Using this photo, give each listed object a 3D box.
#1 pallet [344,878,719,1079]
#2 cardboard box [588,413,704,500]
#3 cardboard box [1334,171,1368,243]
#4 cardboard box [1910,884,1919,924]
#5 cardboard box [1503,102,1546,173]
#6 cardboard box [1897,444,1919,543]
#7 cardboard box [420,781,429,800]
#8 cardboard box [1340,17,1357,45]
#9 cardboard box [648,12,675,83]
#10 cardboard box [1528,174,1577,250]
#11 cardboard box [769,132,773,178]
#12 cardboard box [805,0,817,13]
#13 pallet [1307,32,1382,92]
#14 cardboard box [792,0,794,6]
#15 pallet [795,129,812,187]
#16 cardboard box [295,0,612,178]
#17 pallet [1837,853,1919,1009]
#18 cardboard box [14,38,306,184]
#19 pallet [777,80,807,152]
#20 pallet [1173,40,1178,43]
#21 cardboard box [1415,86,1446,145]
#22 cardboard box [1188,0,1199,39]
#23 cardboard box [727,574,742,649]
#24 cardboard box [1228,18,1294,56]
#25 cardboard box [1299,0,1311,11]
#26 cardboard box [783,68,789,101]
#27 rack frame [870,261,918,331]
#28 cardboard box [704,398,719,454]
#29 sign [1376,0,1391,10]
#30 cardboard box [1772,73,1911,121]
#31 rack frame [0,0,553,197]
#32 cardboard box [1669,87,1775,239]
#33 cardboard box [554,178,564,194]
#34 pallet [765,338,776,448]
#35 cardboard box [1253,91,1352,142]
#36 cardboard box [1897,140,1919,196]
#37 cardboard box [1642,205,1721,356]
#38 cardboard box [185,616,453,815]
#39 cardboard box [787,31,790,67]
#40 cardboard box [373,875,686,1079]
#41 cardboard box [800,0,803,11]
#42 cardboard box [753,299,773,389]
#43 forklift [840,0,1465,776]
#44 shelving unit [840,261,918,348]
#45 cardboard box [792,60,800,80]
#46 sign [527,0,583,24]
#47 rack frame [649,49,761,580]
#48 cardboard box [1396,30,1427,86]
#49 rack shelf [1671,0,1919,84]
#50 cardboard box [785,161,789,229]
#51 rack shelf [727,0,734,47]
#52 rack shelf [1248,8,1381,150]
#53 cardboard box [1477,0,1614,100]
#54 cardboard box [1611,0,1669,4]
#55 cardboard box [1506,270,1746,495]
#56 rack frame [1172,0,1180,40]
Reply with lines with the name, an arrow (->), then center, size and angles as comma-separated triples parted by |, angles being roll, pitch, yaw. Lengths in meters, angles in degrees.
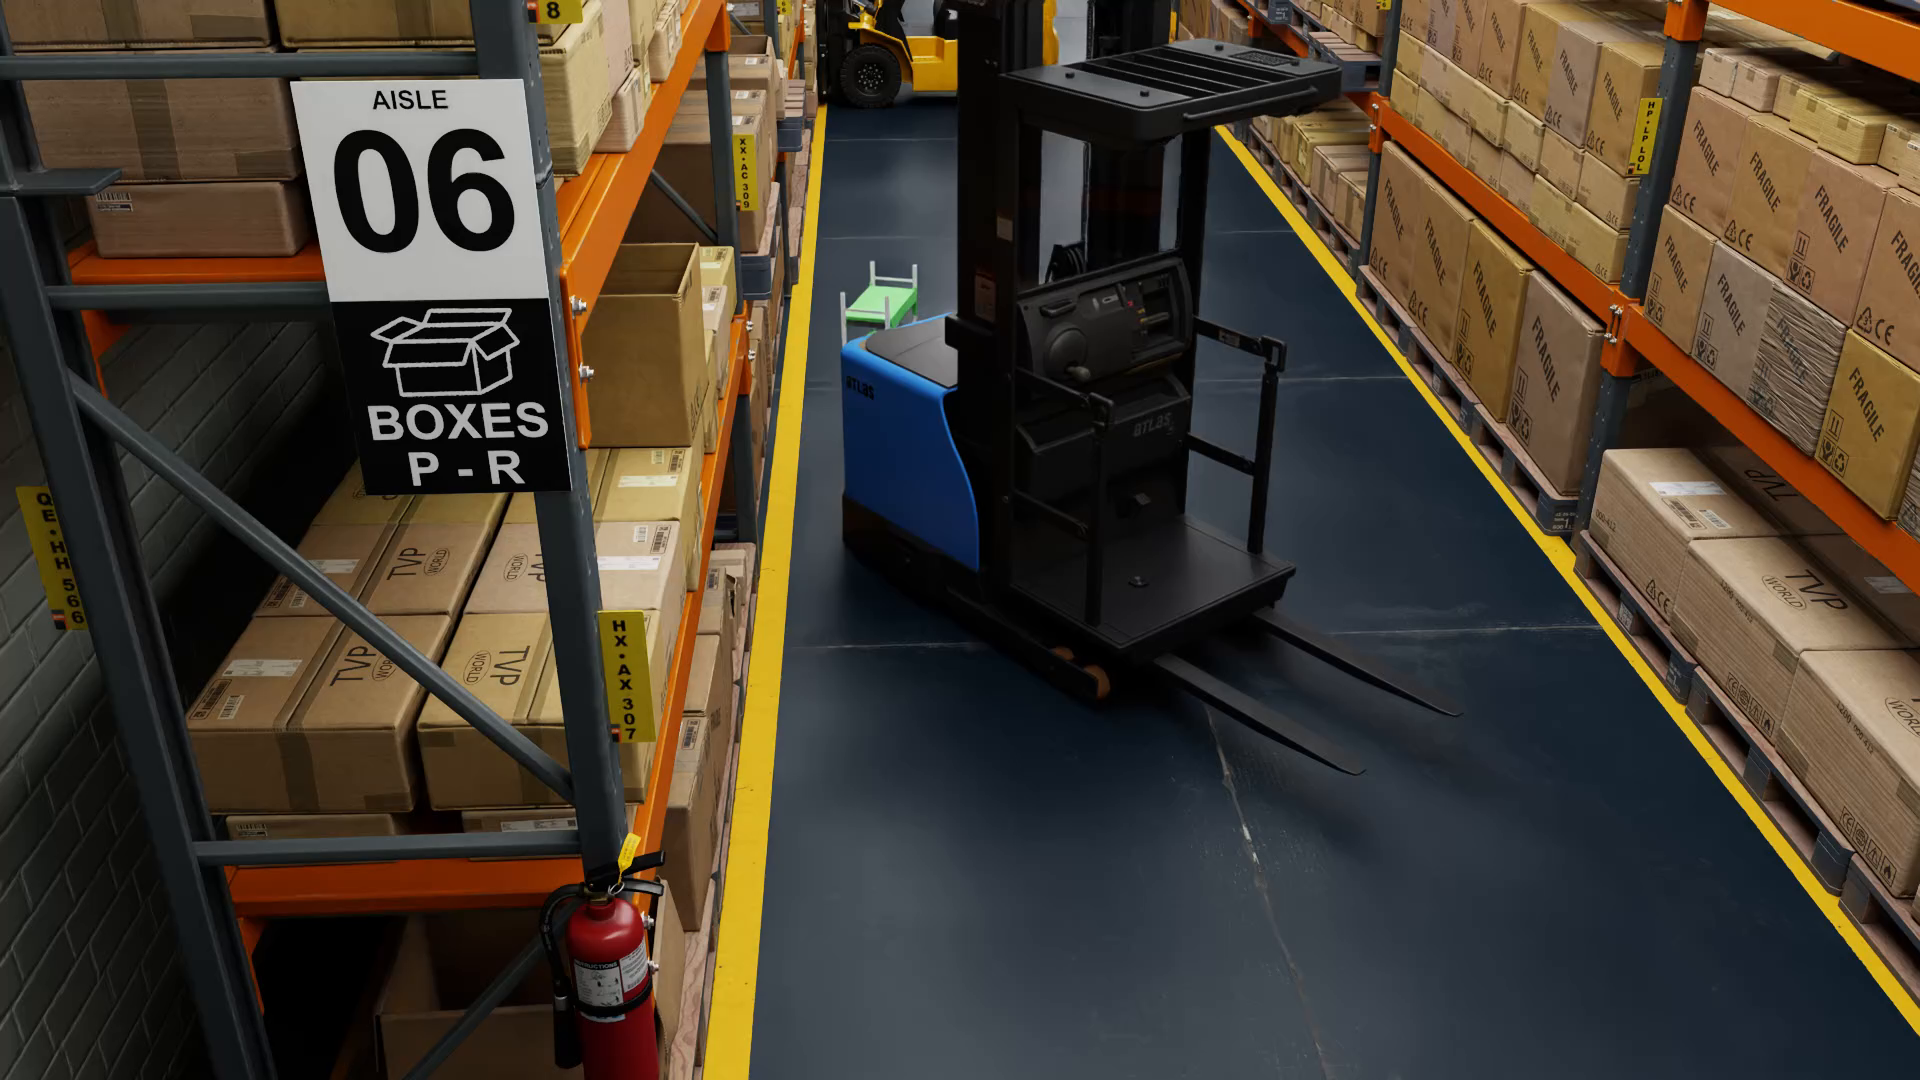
pallet -> -1.294, 1.522, 5.105 | 1.003, 0.211, 1.213 | -1, 28, -3
cardboard box -> -1.106, -0.296, 5.414 | 0.500, 0.250, 0.500 | -2, 28, -4
cardboard box -> 3.272, -2.410, 12.014 | 0.950, 0.372, 0.625 | -3, 28, -6
cardboard box -> 3.575, 1.214, 4.995 | 0.875, 0.438, 0.875 | -2, 28, -4
cardboard box -> 3.168, -2.103, 8.660 | 0.500, 0.250, 0.500 | -1, 28, -1
cardboard box -> 3.372, -0.163, 5.211 | 0.500, 0.500, 0.500 | -1, 28, -1
cardboard box -> -1.484, 0.534, 4.253 | 0.380, 0.149, 0.250 | -1, 28, -1
cardboard box -> 2.896, -3.586, 11.699 | 0.380, 0.149, 0.250 | -2, 28, -3
cardboard box -> -1.015, -1.393, 4.706 | 0.380, 0.149, 0.250 | -1, 28, -3
cardboard box -> 3.200, -1.650, 8.333 | 0.500, 0.250, 0.500 | -2, 28, -3
cardboard box -> -1.145, -1.936, 8.410 | 0.396, 0.266, 0.258 | 0, 28, 0
cardboard box -> -1.659, -5.203, 16.421 | 0.500, 0.250, 0.500 | -2, 28, -4
pallet -> 3.148, -3.369, 11.674 | 1.213, 0.211, 1.003 | -1, 28, -3
cardboard box -> -1.538, -4.314, 12.900 | 0.500, 0.250, 0.500 | -1, 28, -2
pallet -> -1.796, -3.278, 14.306 | 1.003, 0.211, 1.213 | -1, 28, -3
cardboard box -> -0.997, -0.919, 3.364 | 0.500, 0.250, 0.500 | -2, 28, -3
pallet -> 3.590, 1.436, 5.269 | 1.003, 0.211, 1.213 | -1, 28, -3
cardboard box -> -1.542, -0.906, 3.340 | 0.500, 0.250, 0.500 | -2, 28, -4
pallet -> -1.559, -2.610, 10.217 | 1.213, 0.211, 1.003 | -1, 28, -3
pallet -> 2.885, -5.175, 17.943 | 1.003, 0.211, 1.213 | -1, 28, -3
cardboard box -> 3.111, -2.592, 10.139 | 0.500, 0.250, 0.500 | -2, 28, -4
cardboard box -> 2.674, -5.490, 17.241 | 0.500, 0.500, 0.500 | -2, 28, -5
cardboard box -> -1.115, 0.282, 6.968 | 0.396, 0.266, 0.258 | 0, 28, -1
cardboard box -> 2.784, -4.541, 15.422 | 0.500, 0.500, 0.500 | -2, 28, -3
cardboard box -> 2.837, -4.184, 12.847 | 0.380, 0.149, 0.250 | 0, 28, -1
cardboard box -> -1.247, -2.787, 10.167 | 0.380, 0.149, 0.250 | -1, 28, -2
rack frame -> -0.333, -0.850, 8.582 | 0.240, 1.200, 0.015 | 7, 28, 12
cardboard box -> -1.086, -0.428, 6.099 | 0.380, 0.149, 0.250 | -2, 28, -3
sign -> 2.751, -3.588, 10.720 | 0.100, 0.325, 0.005 | -1, 28, -3
cardboard box -> 3.343, -1.669, 6.315 | 0.380, 0.149, 0.250 | -2, 28, -3
rack frame -> -1.247, -1.972, 2.299 | 1.000, 3.000, 0.127 | -1, 28, -3
cardboard box -> 3.284, -1.542, 6.774 | 0.500, 0.500, 0.500 | -1, 28, -2
cardboard box -> -1.071, -0.803, 3.575 | 0.380, 0.149, 0.250 | -1, 28, -2
pallet -> -1.603, -0.862, 9.674 | 1.003, 0.211, 1.213 | -1, 28, -3
cardboard box -> 3.113, -3.754, 14.591 | 0.950, 0.372, 0.625 | -1, 28, -2
cardboard box -> 3.319, -1.200, 5.416 | 0.380, 0.149, 0.250 | -1, 28, -2
cardboard box -> 3.264, -1.102, 7.011 | 0.500, 0.500, 0.500 | -1, 28, -1
cardboard box -> -1.536, 0.417, 4.047 | 0.500, 0.250, 0.500 | -1, 28, -1
cardboard box -> -1.499, -3.621, 12.110 | 0.500, 0.250, 0.500 | -2, 28, -4
cardboard box -> -1.184, 1.324, 4.713 | 0.797, 0.503, 0.637 | -2, 28, -5
cardboard box -> -1.586, -4.560, 13.912 | 0.500, 0.250, 0.500 | -1, 28, -1
cardboard box -> -1.337, -1.182, 9.521 | 0.500, 0.500, 0.500 | -2, 28, -4
forklift -> 0.754, -0.876, 6.761 | 1.130, 2.935, 3.031 | -21, 34, -34
shelving unit -> -0.392, -0.741, 8.372 | 0.258, 1.200, 0.503 | 7, 28, 12
cardboard box -> -1.835, -3.746, 14.302 | 0.875, 0.625, 0.625 | 0, 28, 0
sign -> -0.705, -1.042, 2.816 | 0.100, 0.325, 0.005 | -1, 28, -3
rack frame -> -1.456, -1.159, 7.228 | 1.000, 3.000, 0.127 | -1, 28, -3
cardboard box -> 3.072, -3.043, 10.462 | 0.500, 0.250, 0.500 | -2, 28, -3
rack shelf -> 3.605, -1.368, 5.163 | 1.077, 0.370, 4.000 | -1, 28, -3
cardboard box -> -1.684, -2.428, 11.775 | 0.875, 0.625, 0.625 | -1, 28, -1
rack shelf -> -1.560, -3.094, 8.472 | 1.077, 0.370, 4.000 | -1, 28, -3
rack shelf -> 3.188, -3.732, 12.940 | 1.077, 0.370, 4.000 | -1, 28, -3
cardboard box -> 3.144, -2.680, 8.956 | 0.500, 0.500, 0.500 | -1, 28, -2
cardboard box -> 3.654, -2.683, 8.961 | 0.500, 0.500, 0.500 | -2, 28, -3
cardboard box -> 3.389, -0.809, 8.401 | 0.875, 0.875, 0.875 | -1, 28, -1
rack frame -> 2.874, -6.822, 18.087 | 1.000, 3.000, 0.127 | -1, 28, -3
